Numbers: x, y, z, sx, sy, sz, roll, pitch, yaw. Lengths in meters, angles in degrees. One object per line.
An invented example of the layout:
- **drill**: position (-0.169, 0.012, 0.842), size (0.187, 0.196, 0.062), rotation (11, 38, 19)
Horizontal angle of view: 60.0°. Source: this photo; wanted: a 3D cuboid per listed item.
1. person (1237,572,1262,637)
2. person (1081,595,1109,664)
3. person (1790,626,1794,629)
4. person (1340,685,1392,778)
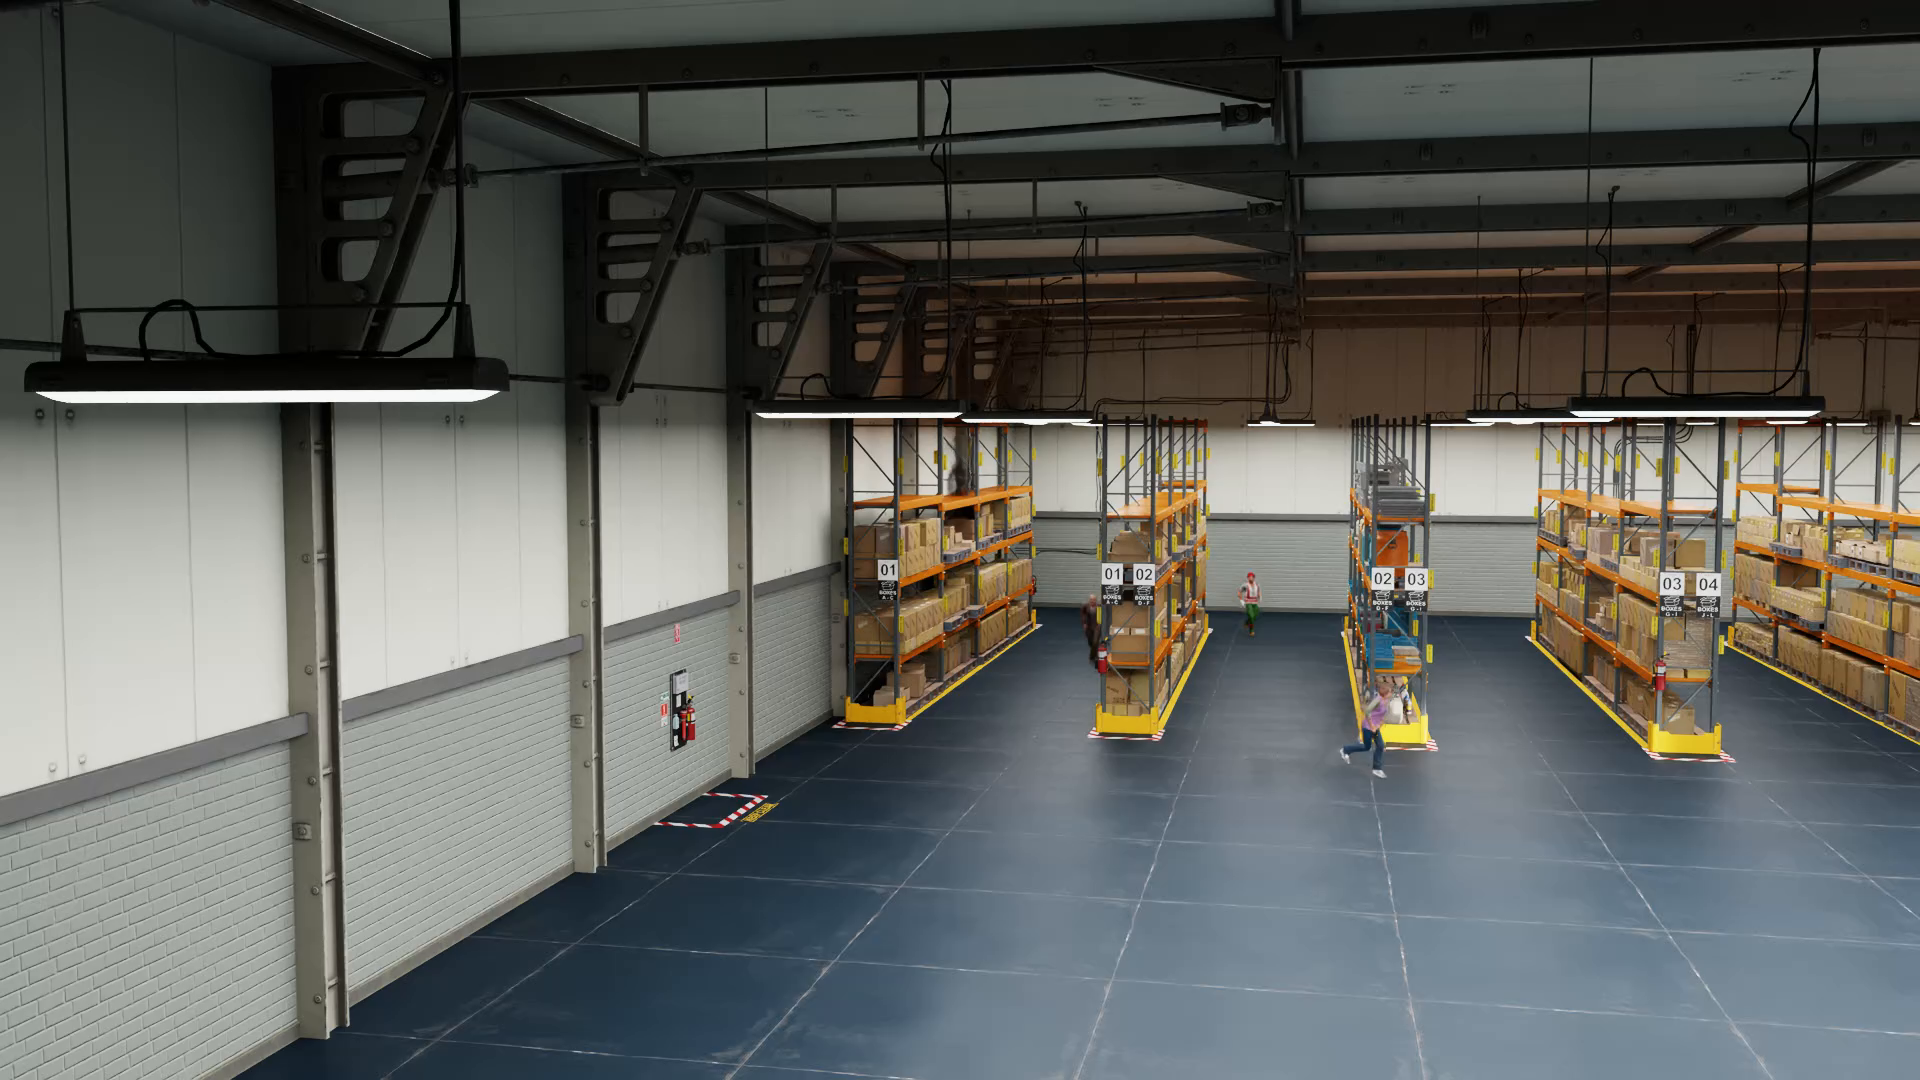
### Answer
- **person**: position (8.083, 1.777, 46.279), size (0.697, 1.761, 0.687), rotation (-1, 4, -19)
- **person**: position (3.315, 2.173, 40.839), size (0.711, 1.724, 0.867), rotation (1, 4, 11)
- **person**: position (22.921, 1.899, 45.347), size (0.992, 1.683, 0.575), rotation (-1, 4, -13)
- **person**: position (6.743, 3.147, 27.611), size (0.866, 1.535, 0.549), rotation (2, 4, 31)
